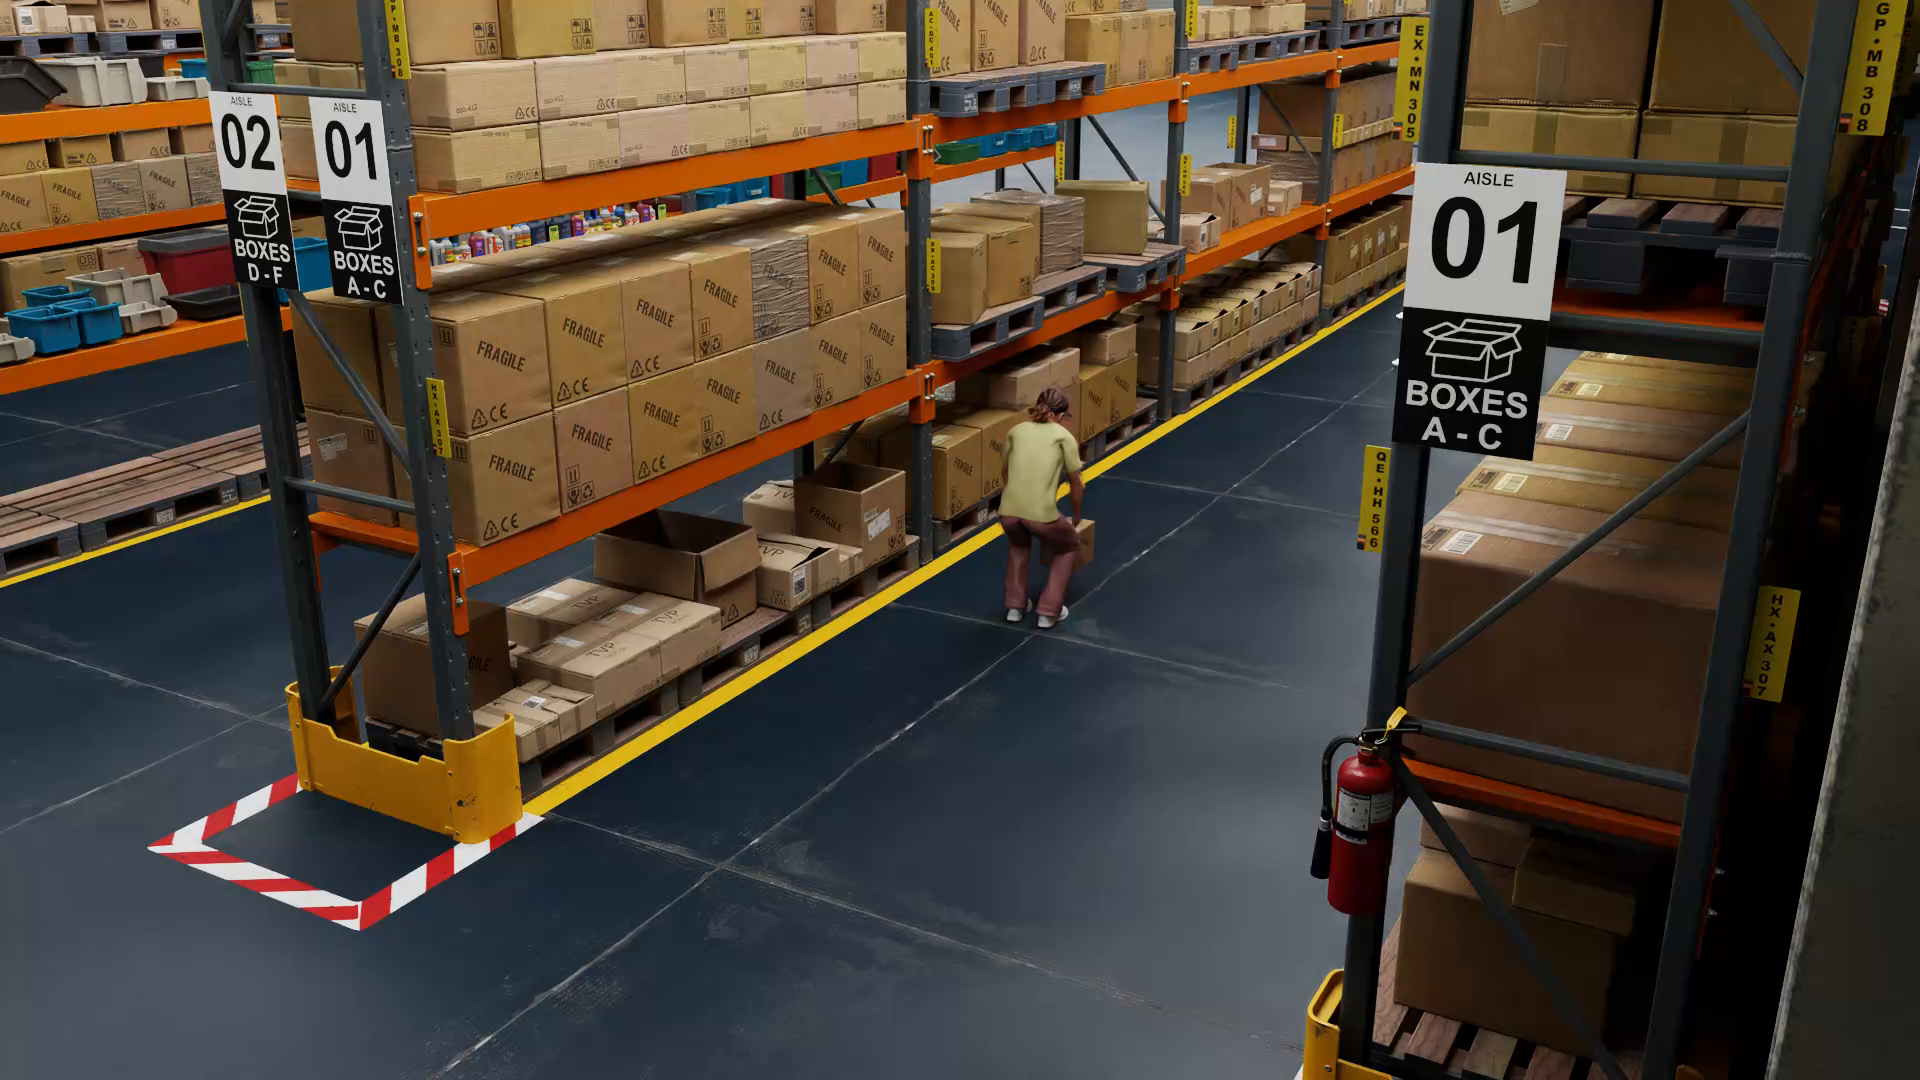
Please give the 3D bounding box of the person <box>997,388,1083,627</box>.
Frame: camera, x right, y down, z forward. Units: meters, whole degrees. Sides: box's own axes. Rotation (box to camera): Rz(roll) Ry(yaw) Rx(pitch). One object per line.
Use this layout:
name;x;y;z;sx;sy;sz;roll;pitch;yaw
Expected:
person;0.445;-0.186;9.725;0.511;1.335;0.666;9;22;25
